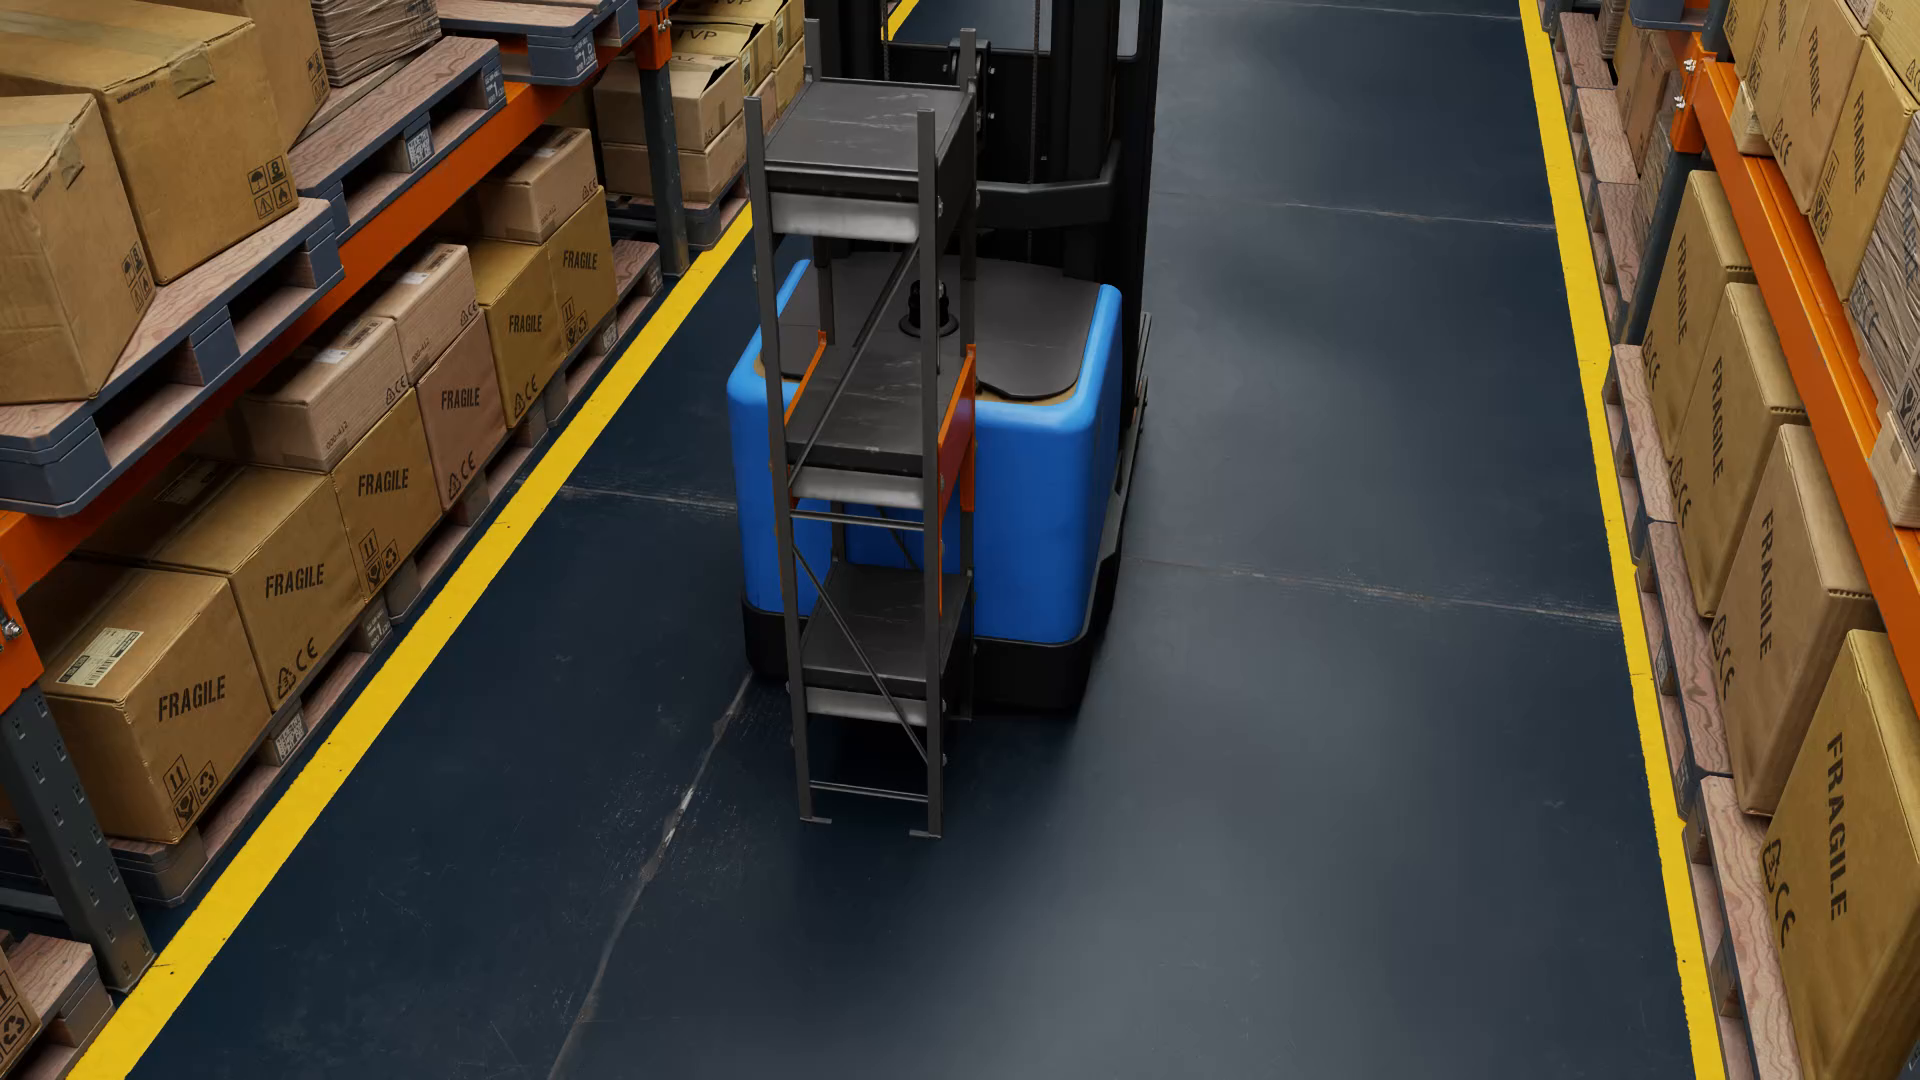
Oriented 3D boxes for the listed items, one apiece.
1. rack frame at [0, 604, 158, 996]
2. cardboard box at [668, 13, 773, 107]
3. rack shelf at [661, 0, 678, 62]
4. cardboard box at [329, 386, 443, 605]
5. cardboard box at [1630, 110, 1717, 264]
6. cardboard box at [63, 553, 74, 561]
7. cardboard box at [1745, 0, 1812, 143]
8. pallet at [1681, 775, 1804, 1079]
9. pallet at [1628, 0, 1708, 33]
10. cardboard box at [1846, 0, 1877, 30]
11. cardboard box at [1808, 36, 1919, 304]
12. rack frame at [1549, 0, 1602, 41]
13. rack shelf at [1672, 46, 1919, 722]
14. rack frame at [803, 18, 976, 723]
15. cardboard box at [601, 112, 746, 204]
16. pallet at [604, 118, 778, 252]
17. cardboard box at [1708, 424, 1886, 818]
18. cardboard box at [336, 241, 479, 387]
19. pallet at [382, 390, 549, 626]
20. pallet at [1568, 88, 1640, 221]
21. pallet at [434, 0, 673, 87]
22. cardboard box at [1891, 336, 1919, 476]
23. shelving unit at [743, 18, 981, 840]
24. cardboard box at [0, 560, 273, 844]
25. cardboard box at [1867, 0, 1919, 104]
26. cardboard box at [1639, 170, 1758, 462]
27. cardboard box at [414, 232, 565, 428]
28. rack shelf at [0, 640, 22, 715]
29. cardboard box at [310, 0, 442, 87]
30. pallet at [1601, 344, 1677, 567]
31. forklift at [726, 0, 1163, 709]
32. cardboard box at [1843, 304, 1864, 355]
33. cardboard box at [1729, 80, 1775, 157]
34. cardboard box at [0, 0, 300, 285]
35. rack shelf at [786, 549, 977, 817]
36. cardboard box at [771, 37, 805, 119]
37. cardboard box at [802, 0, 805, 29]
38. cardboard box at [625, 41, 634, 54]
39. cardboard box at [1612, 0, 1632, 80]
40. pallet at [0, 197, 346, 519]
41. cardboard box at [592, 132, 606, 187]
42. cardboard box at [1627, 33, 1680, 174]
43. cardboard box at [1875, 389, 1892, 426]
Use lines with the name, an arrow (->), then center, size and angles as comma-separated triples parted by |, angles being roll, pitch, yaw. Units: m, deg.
rack frame -> -2.561, -0.169, 3.427 | 1.000, 3.000, 0.127 | 7, 37, 10
cardboard box -> -1.204, -2.312, 7.891 | 0.500, 0.311, 0.500 | 6, 36, 9
rack shelf -> -1.280, -3.318, 8.384 | 1.077, 0.370, 4.000 | 7, 37, 10
cardboard box -> -2.003, -0.175, 5.190 | 0.500, 0.500, 0.500 | 8, 37, 11
cardboard box -> 3.236, -1.429, 6.921 | 0.700, 0.500, 0.500 | 8, 37, 11
cardboard box -> -2.622, 0.064, 4.861 | 0.500, 0.500, 0.500 | 7, 37, 10
cardboard box -> 2.659, -1.467, 4.862 | 0.500, 0.500, 0.500 | 8, 37, 12
pallet -> 2.370, 1.127, 4.015 | 1.003, 0.211, 1.213 | 7, 37, 10
pallet -> 3.181, -2.188, 6.376 | 1.213, 0.211, 1.003 | 7, 37, 10
cardboard box -> 2.567, -1.493, 4.259 | 0.500, 0.250, 0.500 | 8, 37, 10
cardboard box -> 2.448, -0.883, 4.057 | 0.500, 0.500, 0.500 | 8, 37, 11
rack frame -> 3.988, -4.137, 8.902 | 1.000, 3.000, 0.127 | 7, 37, 10
rack shelf -> 2.706, -0.406, 4.367 | 1.077, 0.370, 4.000 | 7, 37, 10
rack frame -> -0.162, -0.326, 4.410 | 0.400, 2.100, 0.015 | 6, 36, 8
cardboard box -> -1.308, -1.782, 7.638 | 0.500, 0.250, 0.500 | 7, 37, 10
pallet -> -1.493, -1.800, 8.054 | 1.003, 0.211, 1.213 | 7, 37, 10
cardboard box -> 2.478, 0.251, 4.321 | 0.750, 0.750, 0.750 | 8, 37, 11
cardboard box -> -1.900, -0.746, 5.340 | 0.500, 0.250, 0.500 | 7, 36, 9
pallet -> -2.166, -0.213, 5.864 | 1.003, 0.211, 1.213 | 7, 37, 10
pallet -> 3.564, -1.860, 8.136 | 1.003, 0.211, 1.213 | 7, 37, 10
pallet -> -1.783, -1.987, 6.099 | 1.213, 0.211, 1.003 | 7, 37, 10
cardboard box -> 2.231, -0.309, 3.265 | 0.500, 0.500, 0.500 | 8, 37, 10
shelving unit -> -0.205, -0.185, 4.216 | 0.431, 2.100, 0.503 | 6, 36, 8
cardboard box -> -2.220, 0.418, 4.372 | 0.500, 0.500, 0.500 | 6, 36, 8
cardboard box -> 2.465, -1.199, 3.854 | 0.500, 0.250, 0.500 | 7, 36, 9
cardboard box -> 2.848, -0.738, 5.686 | 0.750, 0.750, 0.750 | 7, 36, 9
cardboard box -> -1.788, -0.766, 6.006 | 0.500, 0.500, 0.500 | 6, 36, 8
rack shelf -> -2.988, 1.269, 2.056 | 1.077, 0.370, 4.000 | 7, 37, 10
cardboard box -> -2.113, -1.797, 5.231 | 0.700, 0.500, 0.500 | 14, 38, 19
pallet -> 2.891, -0.272, 5.945 | 1.003, 0.211, 1.213 | 7, 37, 10
forklift -> 0.112, -1.546, 5.385 | 1.130, 2.935, 3.031 | 6, 36, 8
cardboard box -> 2.457, -0.560, 4.163 | 0.380, 0.149, 0.250 | 8, 37, 11
cardboard box -> 2.635, -1.305, 5.192 | 0.380, 0.149, 0.250 | 8, 37, 11
cardboard box -> -2.157, -1.025, 4.166 | 0.700, 0.500, 0.500 | 13, 38, 17
rack shelf -> -0.205, 0.393, 4.634 | 0.431, 0.518, 0.480 | 6, 36, 8
cardboard box -> -1.096, -2.370, 8.449 | 0.500, 0.250, 0.500 | 6, 36, 9
cardboard box -> -0.984, -2.899, 8.701 | 0.500, 0.311, 0.500 | 7, 36, 9
cardboard box -> -1.731, -2.376, 7.980 | 0.500, 0.311, 0.500 | 7, 36, 9
cardboard box -> 3.785, -2.576, 8.504 | 0.700, 0.500, 0.500 | 7, 36, 9
pallet -> -2.284, -0.536, 4.097 | 1.003, 0.211, 1.213 | 7, 37, 10
cardboard box -> -1.833, -1.851, 7.733 | 0.500, 0.250, 0.500 | 8, 37, 11
cardboard box -> 3.538, -1.998, 7.706 | 0.700, 0.500, 0.500 | 7, 37, 10
cardboard box -> 2.321, -0.267, 3.760 | 0.380, 0.149, 0.250 | 7, 37, 10
